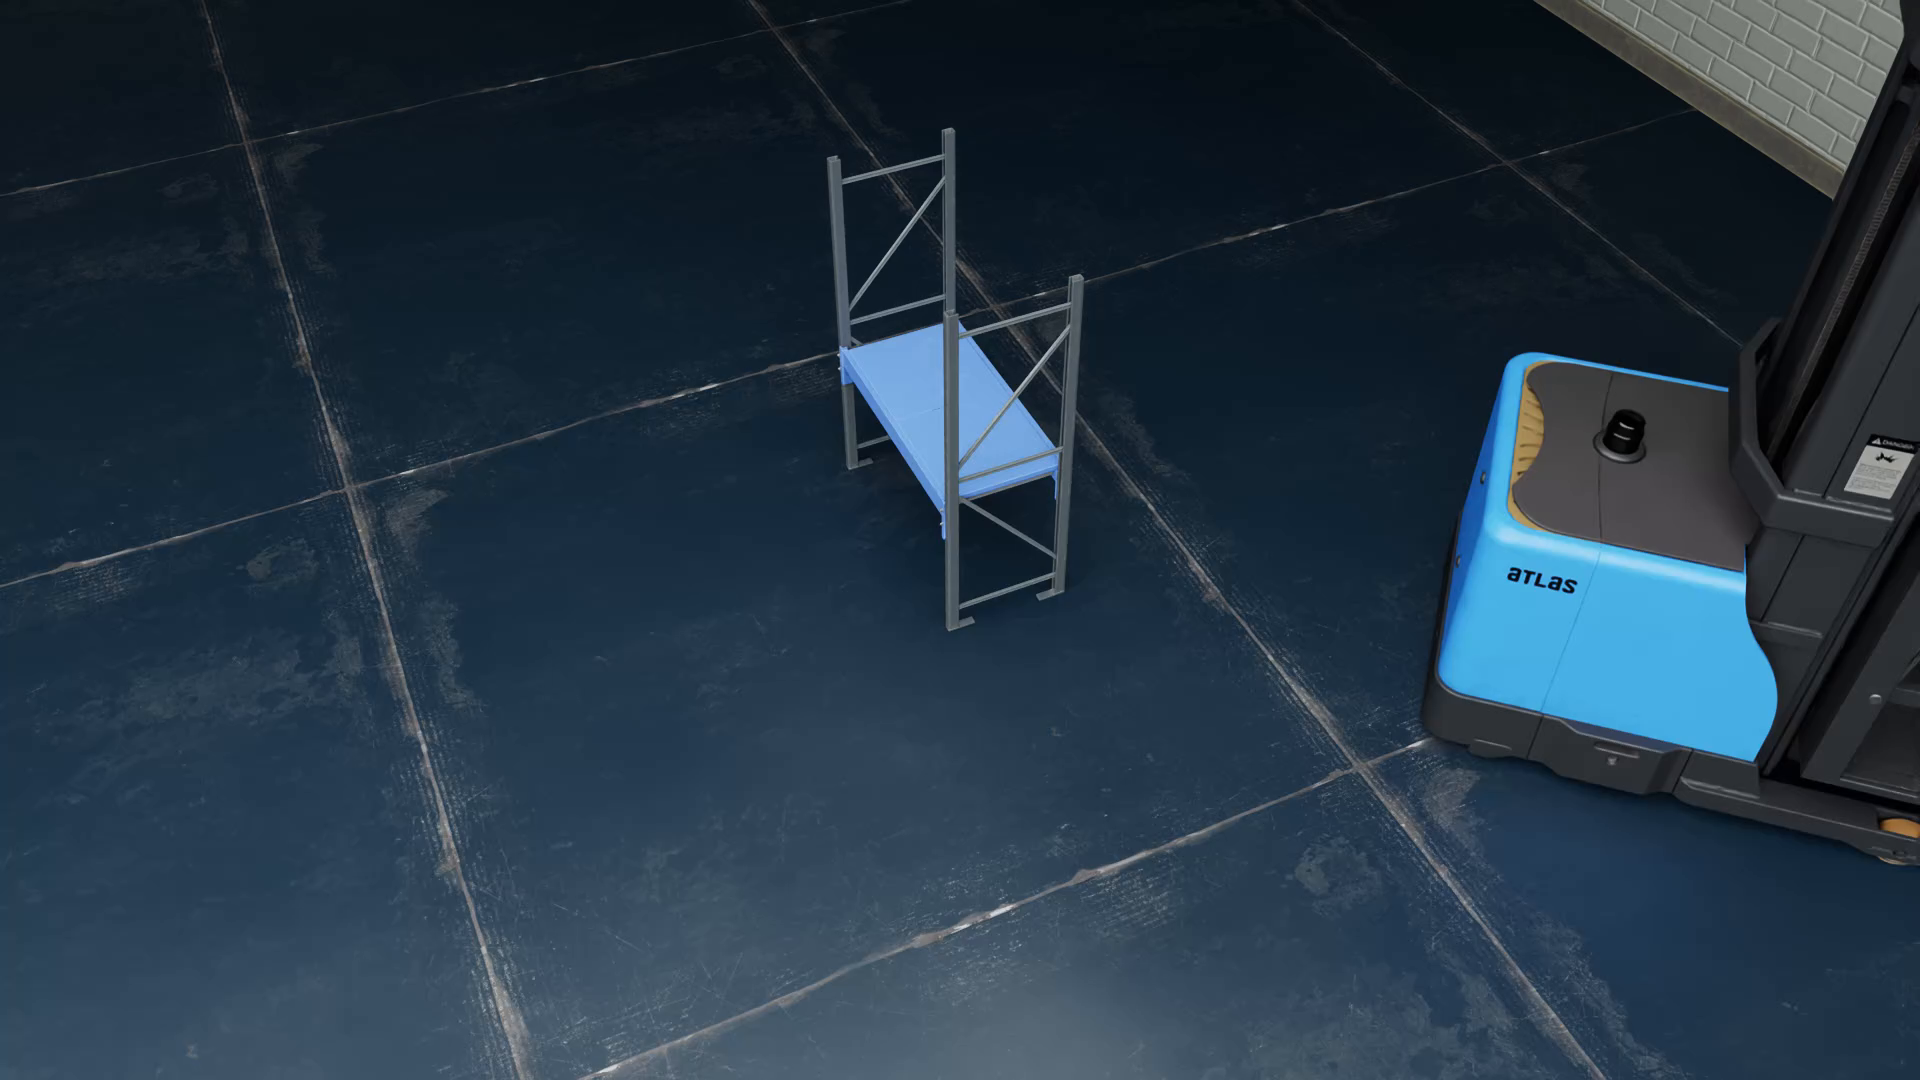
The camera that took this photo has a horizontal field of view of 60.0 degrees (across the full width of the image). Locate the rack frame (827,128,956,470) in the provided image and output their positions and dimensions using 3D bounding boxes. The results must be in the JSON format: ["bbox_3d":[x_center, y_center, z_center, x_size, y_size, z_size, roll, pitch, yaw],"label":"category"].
[{"bbox_3d":[-0.250,-0.912,6.607,0.500,1.500,0.032,-18,47,-17],"label":"rack frame"}]

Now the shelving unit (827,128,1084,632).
[{"bbox_3d":[-0.036,-0.588,6.278,0.538,1.500,1.048,-18,47,-17],"label":"shelving unit"}]

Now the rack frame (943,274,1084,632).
[{"bbox_3d":[0.178,-0.264,5.950,0.500,1.500,0.032,-18,47,-17],"label":"rack frame"}]

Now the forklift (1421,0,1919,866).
[{"bbox_3d":[3.239,-0.323,4.991,3.031,2.935,1.130,13,46,13],"label":"forklift"}]

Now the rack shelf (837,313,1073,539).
[{"bbox_3d":[-0.036,-0.460,6.405,0.538,0.185,1.000,-18,47,-17],"label":"rack shelf"}]
